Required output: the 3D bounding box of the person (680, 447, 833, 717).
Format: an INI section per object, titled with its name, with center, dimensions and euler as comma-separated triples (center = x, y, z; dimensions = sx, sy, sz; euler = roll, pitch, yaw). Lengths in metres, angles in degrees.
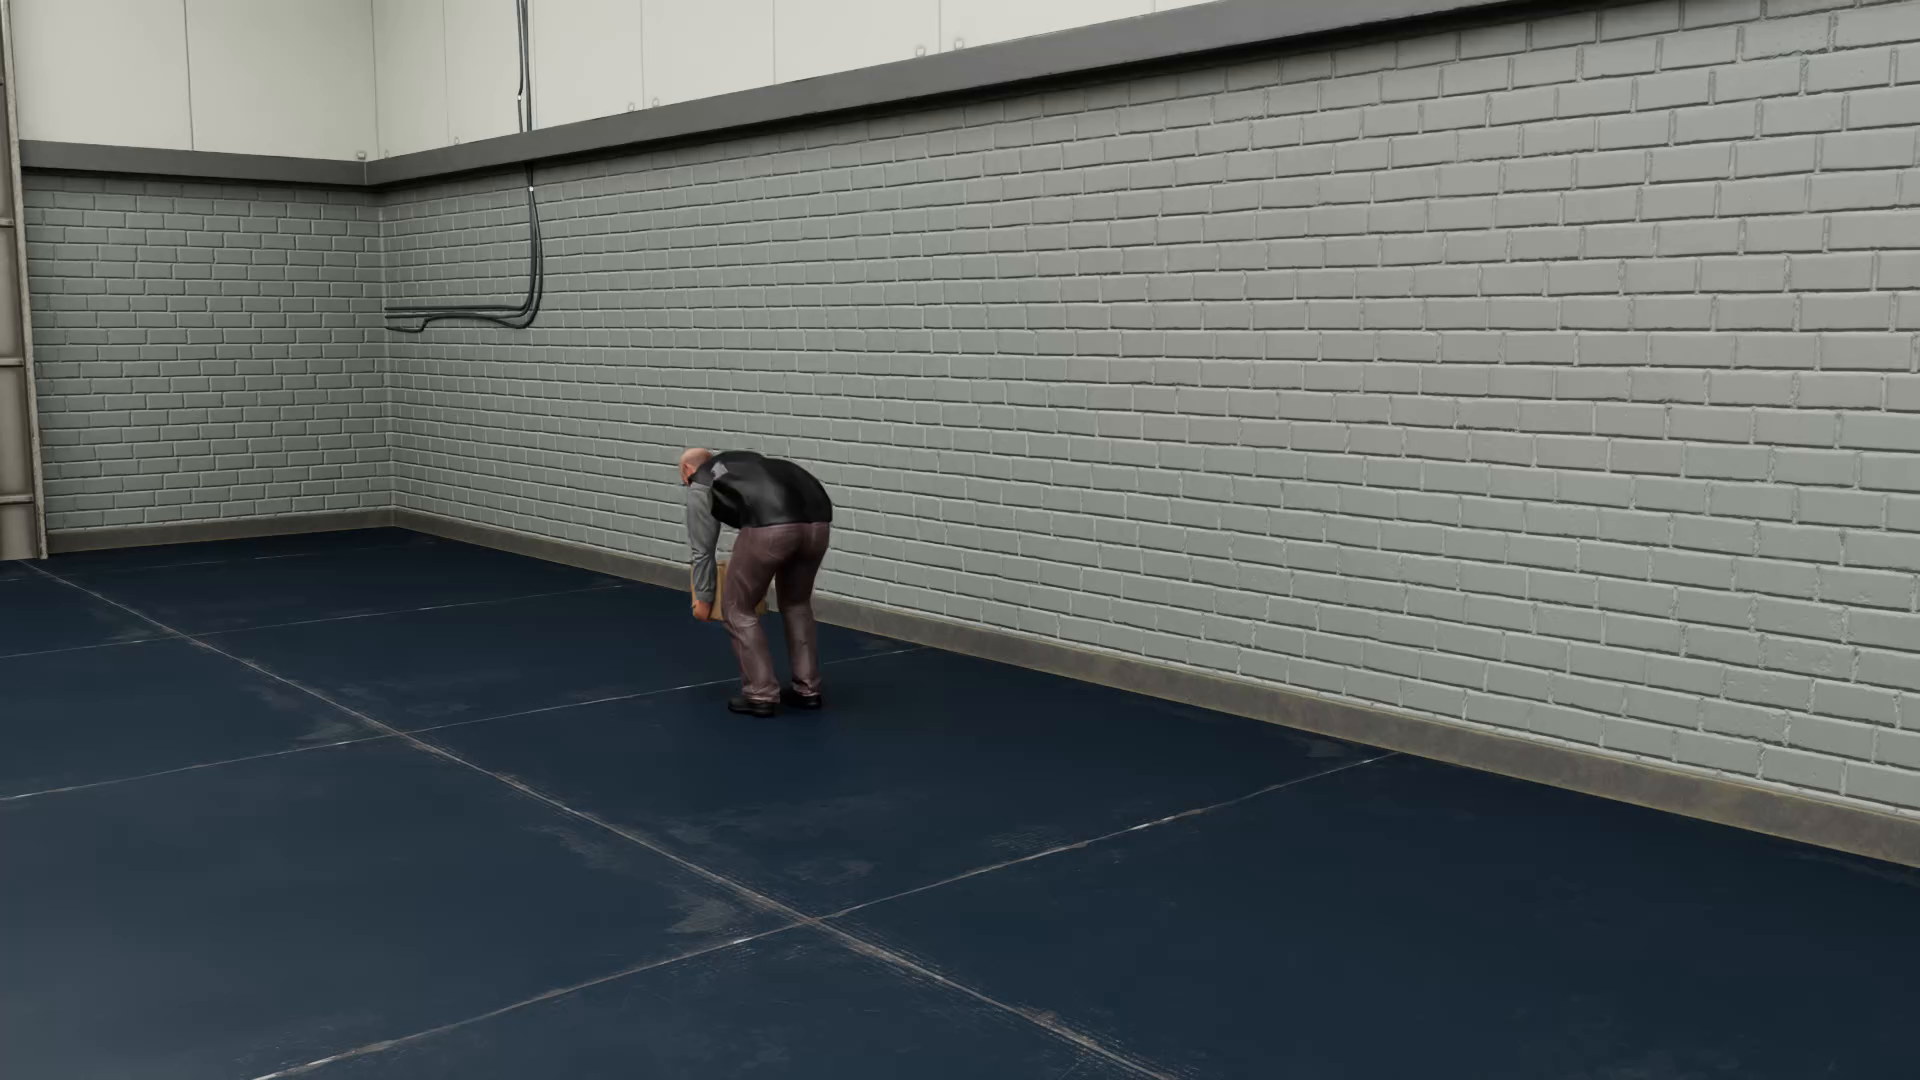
[person]
center = -0.989, 0.172, 7.702
dimensions = 0.464, 1.172, 0.948
euler = -7, 10, -42
